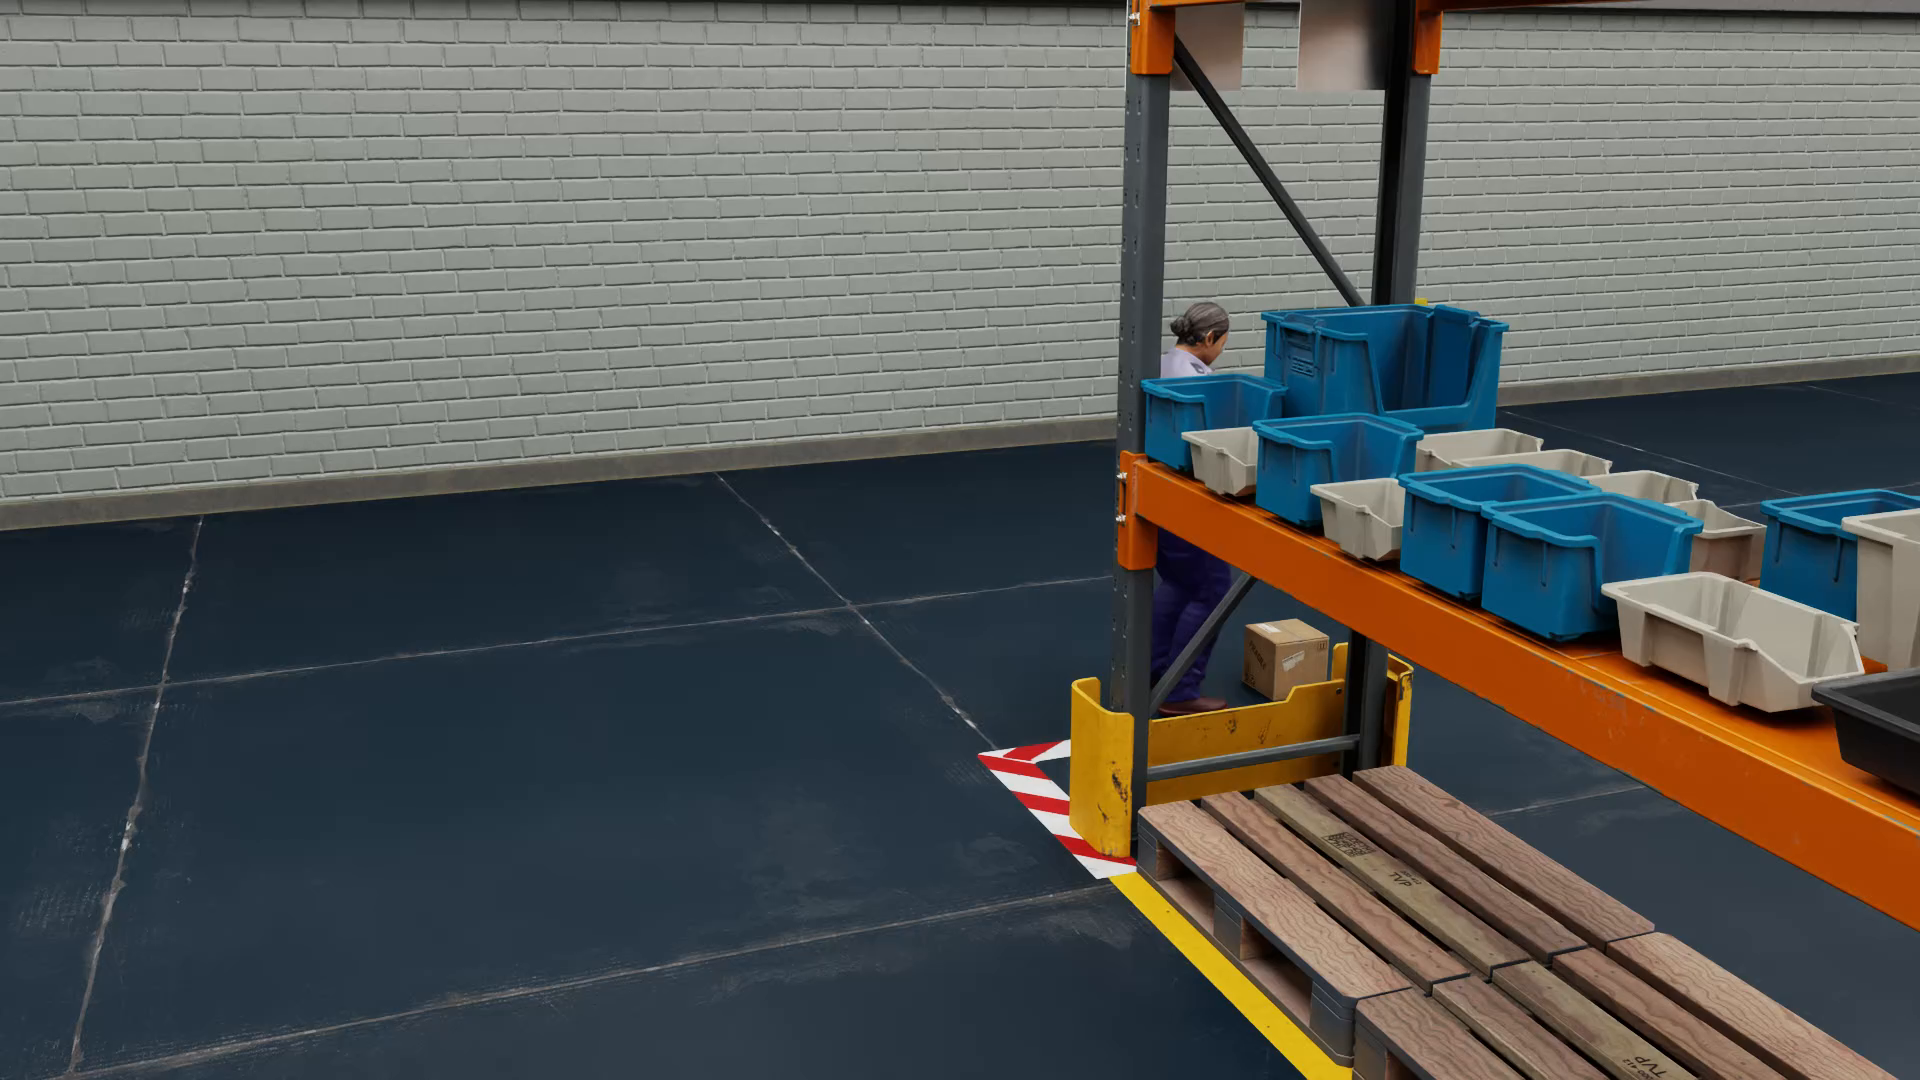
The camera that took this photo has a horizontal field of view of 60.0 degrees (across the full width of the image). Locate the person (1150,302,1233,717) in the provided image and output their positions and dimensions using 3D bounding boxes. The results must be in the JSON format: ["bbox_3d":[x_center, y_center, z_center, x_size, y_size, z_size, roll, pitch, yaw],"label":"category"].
[{"bbox_3d":[0.868,-0.124,6.569,0.372,1.621,0.489,-4,16,-15],"label":"person"}]
